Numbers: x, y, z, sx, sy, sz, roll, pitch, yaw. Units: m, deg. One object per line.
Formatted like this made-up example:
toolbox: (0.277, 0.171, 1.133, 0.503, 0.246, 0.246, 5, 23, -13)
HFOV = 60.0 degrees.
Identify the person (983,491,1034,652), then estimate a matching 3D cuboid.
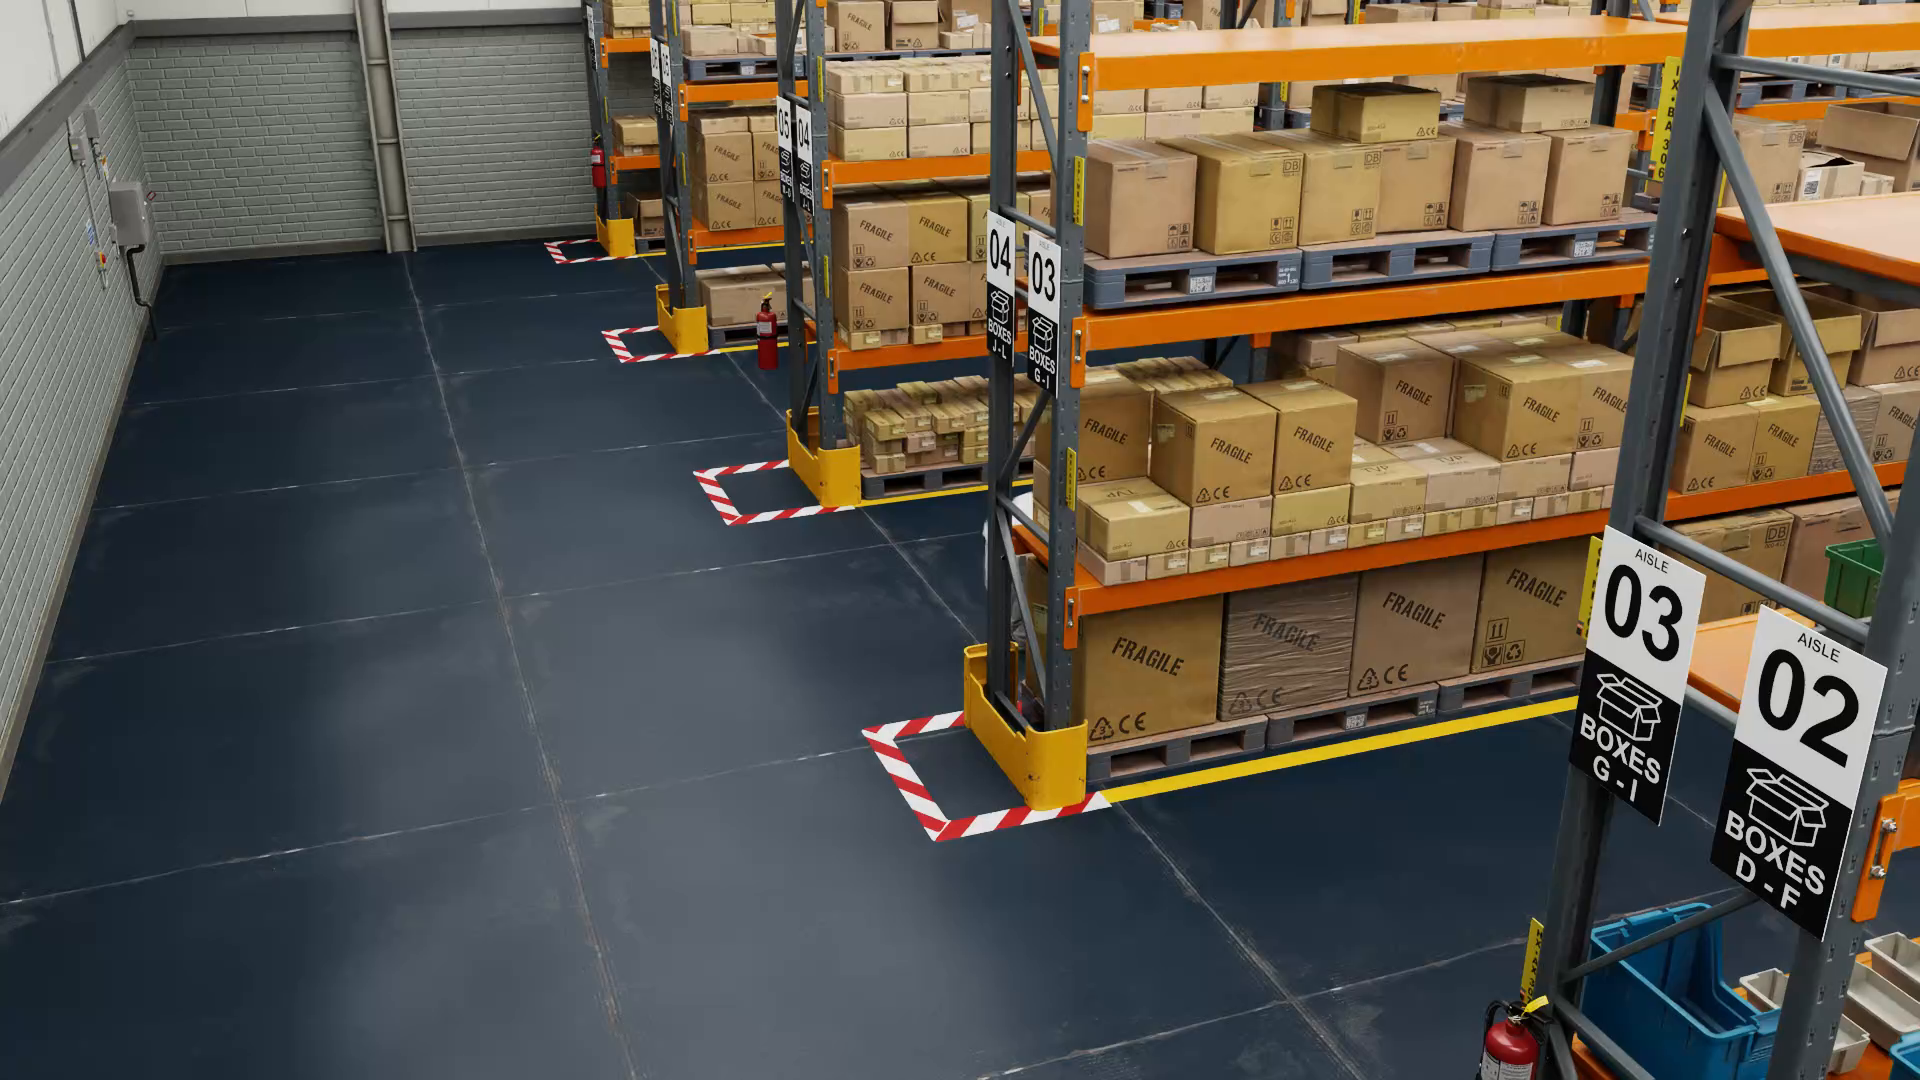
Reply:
person: (0.629, 0.135, 11.322, 0.962, 1.123, 0.513, -9, 24, -22)
